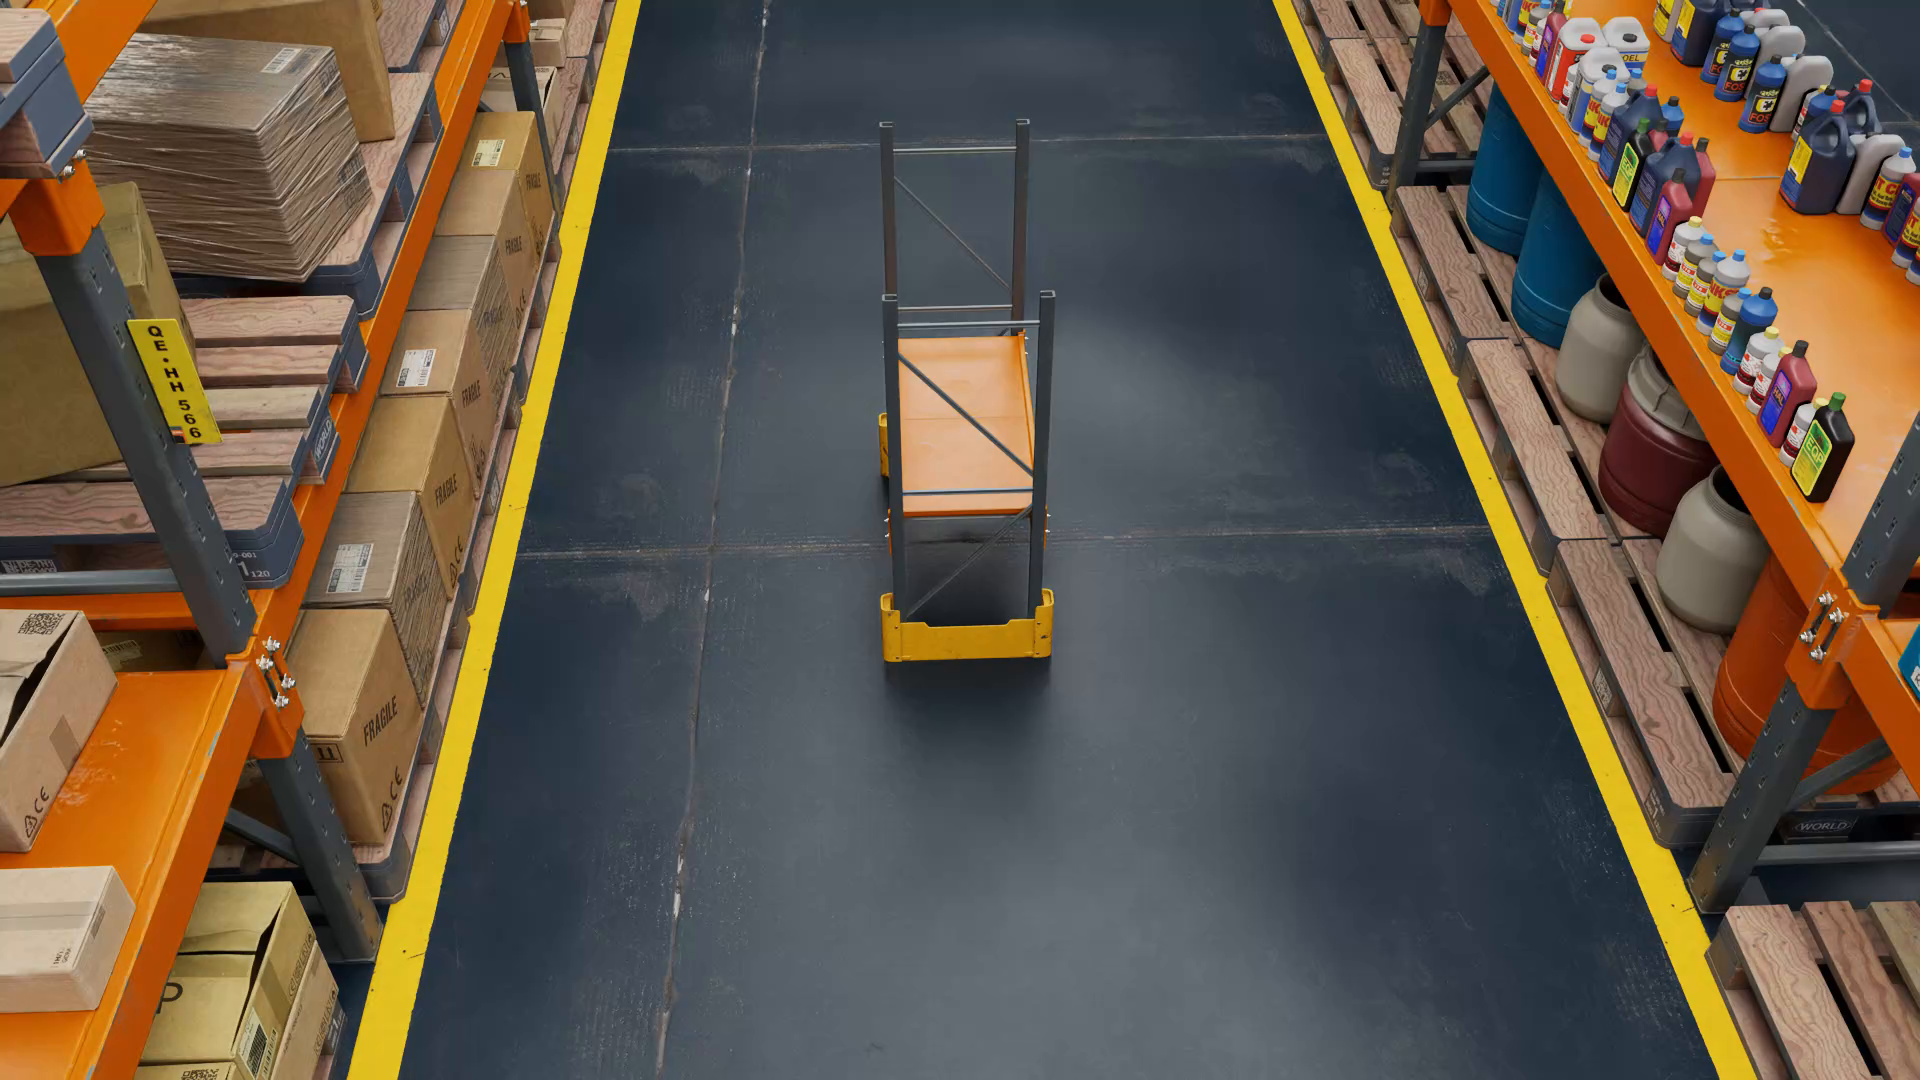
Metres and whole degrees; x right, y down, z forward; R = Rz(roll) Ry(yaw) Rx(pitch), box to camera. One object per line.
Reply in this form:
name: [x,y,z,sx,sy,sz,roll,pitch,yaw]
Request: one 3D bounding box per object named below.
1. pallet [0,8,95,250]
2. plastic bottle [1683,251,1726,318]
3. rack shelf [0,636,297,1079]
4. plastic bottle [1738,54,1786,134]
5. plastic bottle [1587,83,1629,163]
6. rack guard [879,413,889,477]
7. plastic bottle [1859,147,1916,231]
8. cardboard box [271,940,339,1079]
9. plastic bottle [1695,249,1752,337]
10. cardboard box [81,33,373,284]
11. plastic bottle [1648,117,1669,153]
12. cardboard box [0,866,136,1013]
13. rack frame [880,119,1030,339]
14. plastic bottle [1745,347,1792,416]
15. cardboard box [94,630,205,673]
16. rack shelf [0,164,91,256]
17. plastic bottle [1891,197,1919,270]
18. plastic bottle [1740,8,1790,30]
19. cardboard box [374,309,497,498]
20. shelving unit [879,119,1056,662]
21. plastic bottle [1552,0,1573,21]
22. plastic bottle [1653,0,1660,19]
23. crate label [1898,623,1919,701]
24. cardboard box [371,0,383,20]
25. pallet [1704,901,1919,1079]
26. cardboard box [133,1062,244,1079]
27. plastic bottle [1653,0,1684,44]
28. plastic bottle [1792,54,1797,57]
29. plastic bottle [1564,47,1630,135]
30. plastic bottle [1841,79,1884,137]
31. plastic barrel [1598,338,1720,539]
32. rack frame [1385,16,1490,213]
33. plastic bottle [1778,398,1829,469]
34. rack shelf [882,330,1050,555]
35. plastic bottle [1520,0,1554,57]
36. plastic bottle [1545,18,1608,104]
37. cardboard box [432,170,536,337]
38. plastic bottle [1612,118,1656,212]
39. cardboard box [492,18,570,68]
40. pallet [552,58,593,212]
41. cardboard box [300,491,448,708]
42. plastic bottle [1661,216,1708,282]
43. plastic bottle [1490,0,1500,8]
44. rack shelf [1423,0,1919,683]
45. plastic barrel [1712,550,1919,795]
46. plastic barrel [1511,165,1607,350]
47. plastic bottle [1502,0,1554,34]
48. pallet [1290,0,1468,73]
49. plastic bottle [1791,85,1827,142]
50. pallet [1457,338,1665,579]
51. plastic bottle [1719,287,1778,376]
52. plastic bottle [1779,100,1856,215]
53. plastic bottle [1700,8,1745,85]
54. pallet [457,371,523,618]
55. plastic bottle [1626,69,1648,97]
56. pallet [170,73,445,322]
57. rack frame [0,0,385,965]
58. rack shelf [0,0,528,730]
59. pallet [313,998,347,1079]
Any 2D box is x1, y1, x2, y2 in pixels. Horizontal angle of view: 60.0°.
pallet: [-2.103,-0.469,2.462,1.213,0.211,1.003,0,43,0]
plastic bottle: [2.267,-0.778,5.026,0.097,0.201,0.097,0,43,0]
rack shelf: [-2.136,1.727,2.678,1.077,0.370,4.000,-2,43,-2]
plastic bottle: [2.826,-1.574,5.842,0.097,0.271,0.097,0,43,0]
plastic bottle: [2.228,-1.431,5.687,0.097,0.271,0.097,0,43,0]
rack guard: [-0.018,-0.377,6.476,0.587,0.250,0.087,-2,43,-2]
plastic bottle: [3.006,-1.141,5.370,0.097,0.271,0.097,0,43,0]
cardboard box: [-1.955,1.319,4.316,0.500,0.250,0.500,-1,43,-1]
plastic bottle: [2.271,-0.739,4.931,0.097,0.271,0.097,0,43,0]
cardboard box: [-2.209,-1.125,4.873,0.700,0.500,0.500,6,43,6]
plastic bottle: [2.283,-1.234,5.463,0.061,0.283,0.133,-2,43,-2]
cardboard box: [-1.907,0.803,3.340,0.380,0.149,0.250,-2,43,-2]
rack frame: [-0.018,-0.838,6.055,0.500,1.500,0.032,-2,43,-2]
plastic bottle: [2.288,-0.450,4.668,0.097,0.201,0.097,0,43,0]
cardboard box: [-2.496,0.246,5.286,0.500,0.500,0.500,0,43,0]
rack shelf: [-2.136,0.621,1.665,1.077,0.370,4.000,-2,43,-2]
plastic bottle: [3.015,-0.985,5.200,0.097,0.271,0.097,0,43,0]
plastic bottle: [2.934,-1.839,6.128,0.152,0.276,0.135,-2,43,-2]
cardboard box: [-2.027,-0.489,6.088,0.500,0.500,0.500,-3,43,-3]
shelving unit: [0.003,-0.501,5.687,0.587,1.500,1.083,-2,43,-2]
plastic bottle: [2.336,-2.101,6.469,0.097,0.201,0.097,0,43,0]
plastic bottle: [2.789,-2.136,6.507,0.097,0.201,0.097,0,43,0]
crate label: [2.371,0.329,3.795,0.303,0.233,0.416,-2,43,-2]
cardboard box: [-2.502,-1.992,5.818,0.700,0.500,0.500,5,43,5]
pallet: [2.722,1.524,4.431,1.003,0.211,1.213,-2,43,-2]
cardboard box: [-1.925,1.461,3.745,0.500,0.311,0.500,-2,43,-2]
plastic bottle: [2.780,-2.095,6.352,0.144,0.351,0.185,-2,43,-2]
plastic bottle: [2.972,-1.643,5.970,0.097,0.201,0.097,0,43,0]
plastic bottle: [2.246,-1.578,5.843,0.152,0.276,0.135,-2,43,-2]
plastic bottle: [2.971,-1.355,5.545,0.144,0.351,0.185,-2,43,-2]
plastic barrel: [2.642,-0.386,5.925,0.600,0.588,0.708,-2,43,-2]
rack frame: [2.558,-2.728,7.007,1.000,3.000,0.127,-2,43,-2]
plastic bottle: [2.298,-0.294,4.498,0.097,0.201,0.097,0,43,0]
rack shelf: [0.004,-0.363,5.802,0.538,0.185,1.000,-2,43,-2]
plastic bottle: [2.194,-1.940,6.294,0.097,0.201,0.097,0,43,0]
plastic bottle: [2.236,-1.734,6.014,0.152,0.276,0.135,-2,43,-2]
cardboard box: [-2.071,-1.171,6.832,0.500,0.500,0.500,-2,43,-2]
plastic bottle: [2.222,-1.232,5.461,0.061,0.283,0.133,-2,43,-2]
cardboard box: [-2.240,-2.580,8.616,0.380,0.166,0.250,-2,43,-2]
pallet: [-2.419,-2.024,8.303,1.003,0.211,1.213,-2,43,-2]
cardboard box: [-1.983,0.202,5.334,0.500,0.500,0.500,-3,43,-3]
plastic bottle: [2.259,-0.910,5.170,0.097,0.201,0.097,0,43,0]
plastic bottle: [2.176,-2.228,6.608,0.097,0.201,0.097,0,43,0]
rack shelf: [2.643,-1.113,5.777,1.077,0.370,4.000,-2,43,-2]
plastic barrel: [2.690,0.287,5.012,0.600,0.830,0.708,-2,43,-2]
plastic barrel: [2.594,-1.264,6.651,0.600,0.901,0.708,-2,43,-2]
plastic bottle: [2.212,-2.112,6.426,0.152,0.276,0.135,-2,43,-2]
pallet: [2.433,-3.021,9.390,1.003,0.211,1.213,-2,43,-2]
plastic bottle: [2.982,-1.486,5.799,0.097,0.201,0.097,0,43,0]
pallet: [2.604,-0.353,6.479,1.003,0.211,1.213,-2,43,-2]
plastic bottle: [2.279,-0.607,4.788,0.097,0.271,0.097,0,43,0]
plastic bottle: [2.824,-1.260,5.441,0.144,0.351,0.185,-2,43,-2]
plastic bottle: [2.811,-1.821,6.112,0.097,0.271,0.097,0,43,0]
pallet: [-2.264,-0.187,6.298,1.003,0.211,1.213,-2,43,-2]
plastic bottle: [2.370,-1.566,5.886,0.097,0.201,0.097,0,43,0]
pallet: [-2.309,-1.130,5.405,1.003,0.211,1.213,-2,43,-2]
rack frame: [-2.221,0.112,3.908,1.000,3.000,0.127,-2,43,-2]
rack shelf: [-2.306,-0.973,5.624,1.077,0.370,4.000,-2,43,-2]
pallet: [-2.225,1.696,4.243,1.003,0.211,1.213,-2,43,-2]
